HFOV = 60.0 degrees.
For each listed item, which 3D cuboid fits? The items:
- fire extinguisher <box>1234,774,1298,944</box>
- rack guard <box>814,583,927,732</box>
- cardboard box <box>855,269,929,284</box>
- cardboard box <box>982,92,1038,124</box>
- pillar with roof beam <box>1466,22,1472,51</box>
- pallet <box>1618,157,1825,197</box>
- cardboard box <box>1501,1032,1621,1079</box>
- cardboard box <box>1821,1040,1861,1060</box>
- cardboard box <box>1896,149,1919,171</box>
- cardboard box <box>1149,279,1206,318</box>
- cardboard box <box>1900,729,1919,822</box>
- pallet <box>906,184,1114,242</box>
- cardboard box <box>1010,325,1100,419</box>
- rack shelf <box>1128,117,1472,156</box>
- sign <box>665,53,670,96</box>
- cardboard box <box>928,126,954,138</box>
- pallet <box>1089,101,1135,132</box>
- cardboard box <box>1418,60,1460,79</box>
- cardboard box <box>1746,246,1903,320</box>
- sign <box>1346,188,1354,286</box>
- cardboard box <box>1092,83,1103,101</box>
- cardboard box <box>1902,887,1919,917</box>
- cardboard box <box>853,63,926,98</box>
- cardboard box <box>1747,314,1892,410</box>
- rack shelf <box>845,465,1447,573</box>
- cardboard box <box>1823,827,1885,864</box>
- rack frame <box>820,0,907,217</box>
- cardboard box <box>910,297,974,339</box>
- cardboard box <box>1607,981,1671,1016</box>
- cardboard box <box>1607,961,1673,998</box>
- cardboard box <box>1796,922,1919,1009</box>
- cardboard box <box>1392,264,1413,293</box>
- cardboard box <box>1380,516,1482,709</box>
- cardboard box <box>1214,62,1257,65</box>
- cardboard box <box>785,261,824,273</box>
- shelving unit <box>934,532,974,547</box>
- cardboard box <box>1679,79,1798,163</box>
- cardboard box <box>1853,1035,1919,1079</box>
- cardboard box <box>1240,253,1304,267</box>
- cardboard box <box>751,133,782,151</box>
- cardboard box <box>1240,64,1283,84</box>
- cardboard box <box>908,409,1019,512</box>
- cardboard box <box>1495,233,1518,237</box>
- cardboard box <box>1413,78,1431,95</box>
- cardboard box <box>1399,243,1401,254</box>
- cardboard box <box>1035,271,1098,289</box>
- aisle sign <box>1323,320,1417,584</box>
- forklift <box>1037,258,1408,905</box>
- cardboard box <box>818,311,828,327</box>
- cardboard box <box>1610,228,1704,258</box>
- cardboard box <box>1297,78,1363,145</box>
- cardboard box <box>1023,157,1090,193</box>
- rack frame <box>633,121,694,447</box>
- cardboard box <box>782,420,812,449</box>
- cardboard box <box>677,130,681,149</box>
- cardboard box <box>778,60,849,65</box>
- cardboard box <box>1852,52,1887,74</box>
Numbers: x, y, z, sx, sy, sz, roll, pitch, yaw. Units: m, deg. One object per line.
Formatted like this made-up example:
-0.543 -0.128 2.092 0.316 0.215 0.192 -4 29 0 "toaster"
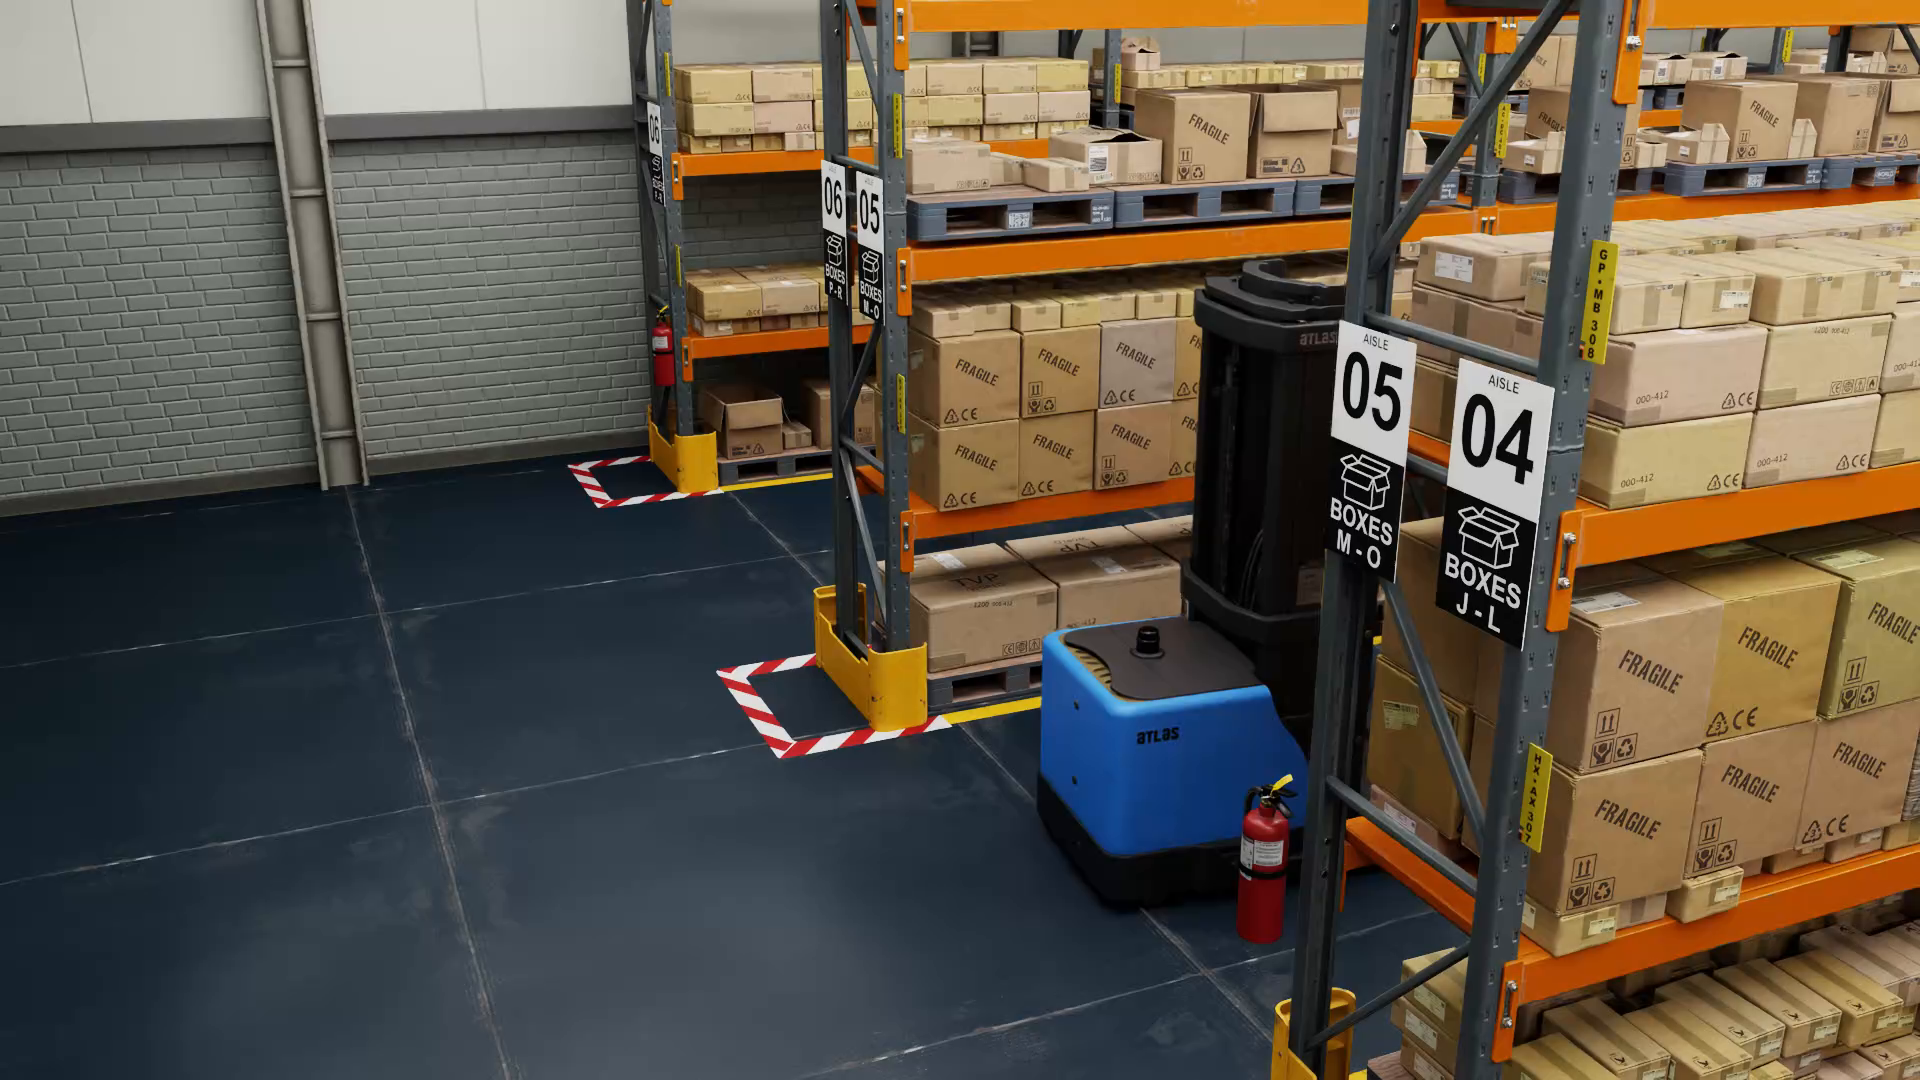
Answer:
1.098 1.122 5.995 0.183 0.674 0.296 -8 21 -22 "fire extinguisher"
-0.564 0.704 10.271 0.348 0.500 1.175 -8 21 -22 "rack guard"
-0.600 -2.247 14.664 0.500 0.250 0.500 -9 21 -23 "cardboard box"
0.345 -3.791 14.533 0.500 0.250 0.500 -9 21 -24 "cardboard box"
7.380 -5.007 13.694 0.400 9.000 9.100 -8 21 -22 "pillar with roof beam"
5.208 -2.608 11.680 1.213 0.211 1.003 -7 21 -19 "pallet"
2.127 1.918 5.822 0.250 0.149 0.380 -9 21 -24 "cardboard box"
3.275 1.843 6.485 0.250 0.149 0.380 -7 21 -19 "cardboard box"
7.161 -2.817 12.367 0.250 0.149 0.380 -8 21 -22 "cardboard box"
1.335 -1.457 10.010 0.250 0.149 0.380 -9 21 -23 "cardboard box"
3.435 0.648 6.067 0.500 0.500 0.500 -9 21 -23 "cardboard box"
0.135 -1.952 9.667 1.213 0.211 1.003 -8 21 -22 "pallet"
0.484 -1.044 9.814 0.500 0.500 0.500 -9 21 -23 "cardboard box"
2.998 -3.857 16.025 4.000 0.370 1.077 -8 21 -22 "rack shelf"
-2.296 -3.653 13.049 0.005 0.325 0.100 -8 21 -22 "sign"
-0.241 -3.521 14.367 0.250 0.149 0.380 -8 21 -21 "cardboard box"
1.788 -3.908 15.372 1.003 0.211 1.213 -8 21 -22 "pallet"
4.636 -4.581 16.177 0.250 0.149 0.380 -7 21 -20 "cardboard box"
2.642 -0.797 5.124 0.250 0.149 0.380 -8 21 -21 "cardboard box"
1.310 -0.987 5.458 0.005 0.325 0.100 -8 21 -22 "sign"
1.412 -4.120 15.287 0.250 0.149 0.380 -8 21 -22 "cardboard box"
4.067 1.447 7.159 0.250 0.149 0.380 -9 21 -23 "cardboard box"
-0.610 -3.895 14.077 0.500 0.250 0.500 -8 21 -20 "cardboard box"
2.497 -0.610 5.194 0.500 0.250 0.500 -8 21 -23 "cardboard box"
1.295 -0.402 10.731 4.000 0.370 1.077 -8 21 -22 "rack shelf"
3.105 1.000 6.042 0.250 0.149 0.380 -9 21 -23 "cardboard box"
-0.542 -3.308 8.868 0.127 3.000 1.000 -8 21 -22 "rack frame"
-0.106 -1.266 9.467 0.250 0.149 0.380 -8 21 -21 "cardboard box"
2.647 1.795 6.621 0.250 0.149 0.380 -8 21 -23 "cardboard box"
2.601 1.634 6.630 0.250 0.149 0.380 -9 21 -24 "cardboard box"
3.521 1.677 6.507 0.250 0.149 0.380 -8 21 -22 "cardboard box"
2.689 -1.690 10.673 0.250 0.149 0.380 -8 21 -21 "cardboard box"
1.833 0.223 5.769 0.500 0.500 0.500 -9 21 -23 "cardboard box"
2.598 -4.429 15.716 0.250 0.149 0.380 -8 21 -22 "cardboard box"
-1.263 -2.334 14.912 0.500 0.250 0.500 -7 21 -20 "cardboard box"
-0.049 -0.488 12.828 0.252 1.050 0.215 -8 21 -22 "shelving unit"
5.301 -2.871 11.359 0.500 0.500 0.500 -8 21 -21 "cardboard box"
3.535 1.985 6.527 0.250 0.149 0.380 -8 21 -22 "cardboard box"
2.039 -1.768 10.894 0.250 0.149 0.380 -8 21 -22 "cardboard box"
-1.654 -3.330 13.825 0.250 0.149 0.380 -8 21 -22 "cardboard box"
2.766 -4.296 15.337 0.250 0.149 0.380 -8 21 -22 "cardboard box"
0.013 -0.501 9.779 0.500 0.500 0.500 -8 21 -22 "cardboard box"
5.349 -3.185 17.026 0.500 0.250 0.500 -8 21 -22 "cardboard box"
4.359 -4.428 16.191 0.250 0.149 0.380 -9 21 -23 "cardboard box"
3.994 -2.934 16.432 0.500 0.250 0.500 -9 21 -24 "cardboard box"
0.651 -1.545 10.261 0.250 0.149 0.380 -8 21 -22 "cardboard box"
1.326 -0.290 5.416 0.004 0.787 0.394 -8 21 -22 "aisle sign"
1.979 0.096 8.337 3.031 2.935 1.130 -6 20 -17 "forklift"
-1.160 -1.977 14.498 0.250 0.149 0.380 -8 21 -21 "cardboard box"
2.201 -0.920 5.475 0.250 0.149 0.380 -9 21 -24 "cardboard box"
2.508 -2.699 10.720 0.500 0.500 0.500 -8 21 -21 "cardboard box"
0.549 -2.093 9.529 0.250 0.149 0.380 -7 21 -20 "cardboard box"
-2.511 -1.992 14.162 0.127 3.000 1.000 -8 21 -22 "rack frame"
-1.507 -0.941 14.837 0.250 0.149 0.380 -9 21 -24 "cardboard box"
-2.309 -3.401 14.026 0.250 0.149 0.380 -8 21 -20 "cardboard box"
-1.267 -3.995 14.360 0.500 0.250 0.500 -8 21 -21 "cardboard box"
9.990 -5.270 18.375 0.258 0.266 0.396 -9 21 -23 "cardboard box"
